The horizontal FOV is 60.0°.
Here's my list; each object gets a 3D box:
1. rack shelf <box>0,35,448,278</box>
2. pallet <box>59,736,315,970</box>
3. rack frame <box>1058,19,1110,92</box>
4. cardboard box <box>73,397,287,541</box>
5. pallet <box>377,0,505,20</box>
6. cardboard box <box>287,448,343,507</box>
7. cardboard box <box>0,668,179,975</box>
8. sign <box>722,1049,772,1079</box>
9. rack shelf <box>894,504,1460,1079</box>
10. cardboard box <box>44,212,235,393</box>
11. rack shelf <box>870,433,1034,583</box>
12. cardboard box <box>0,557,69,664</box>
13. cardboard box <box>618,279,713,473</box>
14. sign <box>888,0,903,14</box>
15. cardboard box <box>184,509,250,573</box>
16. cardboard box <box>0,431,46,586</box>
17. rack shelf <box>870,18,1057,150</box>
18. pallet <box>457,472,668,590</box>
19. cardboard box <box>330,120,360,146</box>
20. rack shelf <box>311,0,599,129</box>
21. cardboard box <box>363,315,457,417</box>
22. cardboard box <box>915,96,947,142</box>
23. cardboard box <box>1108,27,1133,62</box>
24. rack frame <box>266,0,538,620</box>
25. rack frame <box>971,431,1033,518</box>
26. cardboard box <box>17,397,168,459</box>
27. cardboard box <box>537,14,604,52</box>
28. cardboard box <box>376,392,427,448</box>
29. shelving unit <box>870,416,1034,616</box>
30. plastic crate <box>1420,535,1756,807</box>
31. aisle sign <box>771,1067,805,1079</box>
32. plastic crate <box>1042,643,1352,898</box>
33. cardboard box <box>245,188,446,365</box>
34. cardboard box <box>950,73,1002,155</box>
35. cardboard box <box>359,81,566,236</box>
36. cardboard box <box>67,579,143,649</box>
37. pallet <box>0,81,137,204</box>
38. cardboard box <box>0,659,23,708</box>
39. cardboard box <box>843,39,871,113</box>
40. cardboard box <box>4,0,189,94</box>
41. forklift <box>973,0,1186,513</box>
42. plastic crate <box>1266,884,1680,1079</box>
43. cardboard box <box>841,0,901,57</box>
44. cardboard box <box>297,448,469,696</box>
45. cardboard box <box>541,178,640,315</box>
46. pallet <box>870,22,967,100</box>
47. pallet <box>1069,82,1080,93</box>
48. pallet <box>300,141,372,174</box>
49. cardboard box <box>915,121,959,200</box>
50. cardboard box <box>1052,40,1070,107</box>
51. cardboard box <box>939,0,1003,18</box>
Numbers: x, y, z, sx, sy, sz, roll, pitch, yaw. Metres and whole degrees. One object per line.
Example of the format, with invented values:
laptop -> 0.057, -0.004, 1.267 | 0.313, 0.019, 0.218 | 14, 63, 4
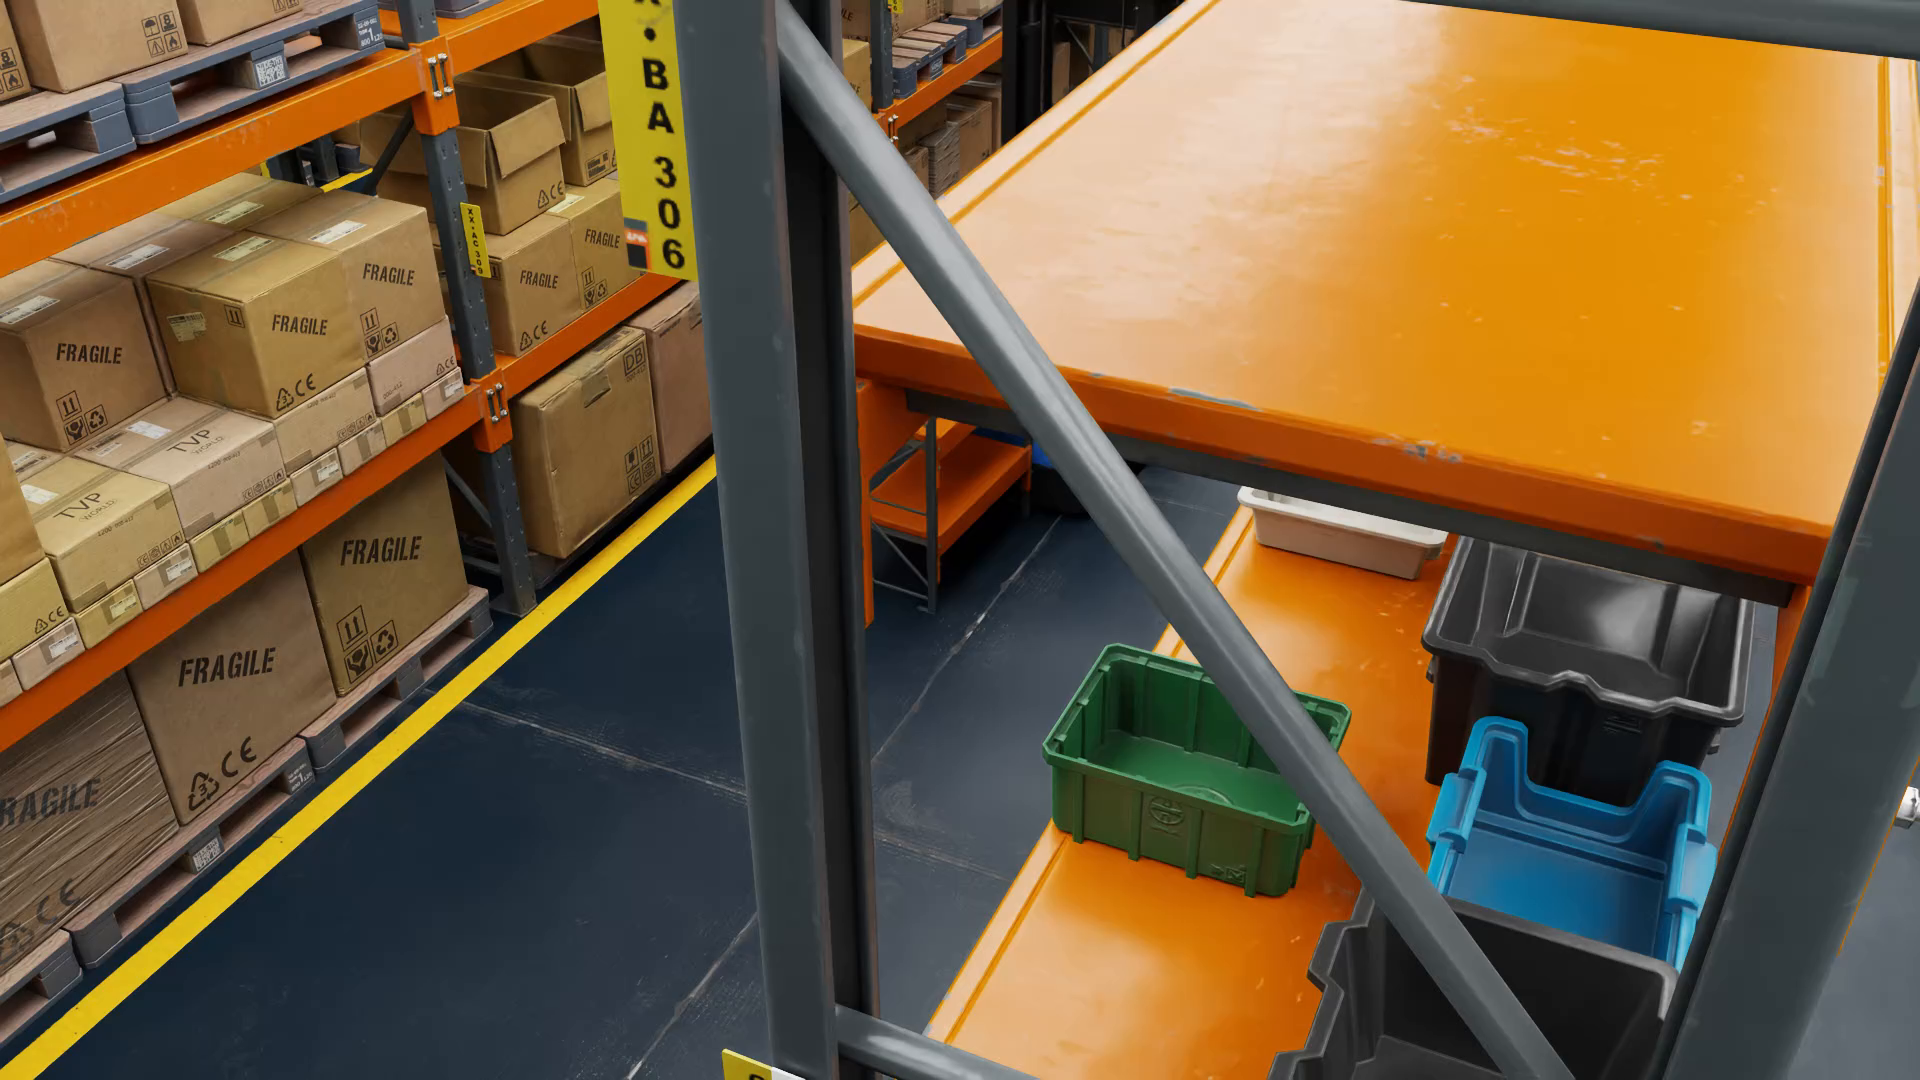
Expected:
rack shelf -> -3.410, -0.967, 5.410 | 1.077, 0.370, 4.000 | 14, 36, 20
pallet -> -3.471, 1.127, 6.839 | 1.003, 0.211, 1.213 | 14, 36, 20
rack frame -> 0.774, -4.994, 13.631 | 1.000, 3.000, 0.127 | 14, 36, 20
cardboard box -> -2.947, -0.279, 6.305 | 0.500, 0.250, 0.500 | 15, 36, 21
pallet -> -2.234, -2.652, 7.498 | 0.805, 0.209, 1.217 | 13, 35, 19
cardboard box -> -2.726, -0.293, 6.691 | 0.380, 0.149, 0.250 | 15, 36, 21
cardboard box -> -3.671, 0.905, 6.189 | 0.875, 0.875, 0.875 | 14, 36, 20
sign -> -0.254, 0.790, 2.169 | 0.100, 0.325, 0.005 | 14, 36, 20
rack shelf -> 1.089, 0.169, 3.677 | 1.077, 0.370, 4.000 | 14, 36, 20
cardboard box -> -3.219, -0.961, 6.662 | 0.500, 0.500, 0.500 | 14, 36, 20
rack shelf -> -0.089, -0.211, 8.491 | 0.538, 0.278, 1.000 | 17, 37, 24
cardboard box -> -3.376, 0.234, 5.523 | 0.500, 0.250, 0.500 | 13, 35, 19
cardboard box -> -1.950, -1.065, 9.194 | 1.225, 0.875, 0.875 | 13, 35, 19
sign -> -0.394, -3.360, 10.083 | 0.100, 0.325, 0.005 | 14, 36, 20
cardboard box -> -2.940, -0.037, 6.301 | 0.380, 0.149, 0.250 | 14, 36, 20
cardboard box -> -3.380, -0.078, 5.315 | 0.500, 0.500, 0.500 | 13, 35, 19
rack shelf -> -0.063, -3.697, 12.309 | 1.077, 0.370, 4.000 | 14, 36, 20
pallet -> -2.319, -0.245, 8.931 | 1.003, 0.211, 1.213 | 14, 36, 20
cardboard box -> -5.026, -3.707, 13.337 | 1.050, 0.750, 0.750 | 14, 36, 20
rack shelf -> -1.736, -2.959, 8.448 | 1.077, 0.370, 4.000 | 14, 36, 20
cardboard box -> -2.519, -0.791, 7.086 | 0.500, 0.250, 0.500 | 14, 36, 20
cardboard box -> -0.434, -3.061, 11.877 | 0.500, 0.250, 0.500 | 18, 37, 26
cardboard box -> 1.210, -4.601, 14.928 | 0.500, 0.500, 0.500 | 27, 42, 35
rack frame -> -2.573, -1.010, 7.554 | 1.000, 3.000, 0.127 | 14, 36, 20
rack frame -> 0.155, -0.660, 8.730 | 0.500, 1.125, 0.032 | 17, 37, 24
cardboard box -> -3.432, -0.391, 6.477 | 0.500, 0.250, 0.500 | 15, 36, 22
cardboard box -> -1.770, -2.443, 8.734 | 0.797, 0.503, 0.637 | 15, 36, 22
cardboard box -> -2.511, -0.549, 7.081 | 0.380, 0.149, 0.250 | 15, 36, 21
shelving unit -> -0.089, -0.415, 8.357 | 0.538, 1.125, 1.048 | 17, 37, 24
plastic crate -> 1.141, 0.193, 3.042 | 0.504, 0.338, 0.767 | 14, 36, 20
aisle sign -> -0.044, 1.000, 2.118 | 0.394, 0.787, 0.004 | 14, 36, 20
plastic crate -> 0.405, 0.396, 2.868 | 0.450, 0.188, 0.336 | 14, 36, 20
cardboard box -> -2.523, -1.095, 6.865 | 0.500, 0.500, 0.500 | 15, 36, 22
cardboard box -> 0.047, -3.320, 12.956 | 0.700, 0.500, 0.500 | 11, 35, 16
cardboard box -> -2.313, -1.791, 7.740 | 0.797, 0.503, 0.637 | 13, 36, 19
cardboard box -> -3.156, 0.220, 5.908 | 0.380, 0.149, 0.250 | 13, 36, 19
pallet -> -3.437, -1.216, 5.215 | 1.003, 0.211, 1.213 | 14, 36, 20
cardboard box -> -3.370, 0.474, 5.520 | 0.380, 0.149, 0.250 | 13, 36, 20
cardboard box -> -0.881, -2.741, 10.103 | 0.500, 0.500, 0.500 | 15, 36, 22
cardboard box -> -3.075, -1.853, 5.539 | 0.700, 0.500, 0.500 | 16, 37, 23
forklift -> 0.917, -2.153, 9.360 | 1.130, 2.935, 3.031 | 17, 37, 23
plastic crate -> 0.666, 0.791, 2.191 | 0.497, 0.269, 0.590 | 14, 36, 20
cardboard box -> -0.710, -3.497, 10.874 | 0.500, 0.500, 0.500 | 10, 35, 15
cardboard box -> -2.922, 0.014, 7.548 | 0.875, 0.875, 0.875 | 14, 36, 20
cardboard box -> -1.944, -1.474, 8.171 | 0.500, 0.500, 0.500 | 14, 36, 21
pallet -> -0.698, -3.301, 11.223 | 1.213, 0.211, 1.003 | 14, 36, 20
pallet -> 1.023, -4.170, 14.918 | 1.003, 0.211, 1.213 | 14, 36, 20
pallet -> -4.964, -3.399, 13.741 | 1.003, 0.211, 1.213 | 14, 36, 20
cardboard box -> -0.417, -2.758, 12.099 | 0.700, 0.500, 0.500 | 11, 35, 17
cardboard box -> 0.497, -3.832, 13.736 | 0.700, 0.500, 0.500 | 11, 35, 17
cardboard box -> 0.011, -3.897, 11.711 | 0.500, 0.250, 0.500 | 13, 35, 19
